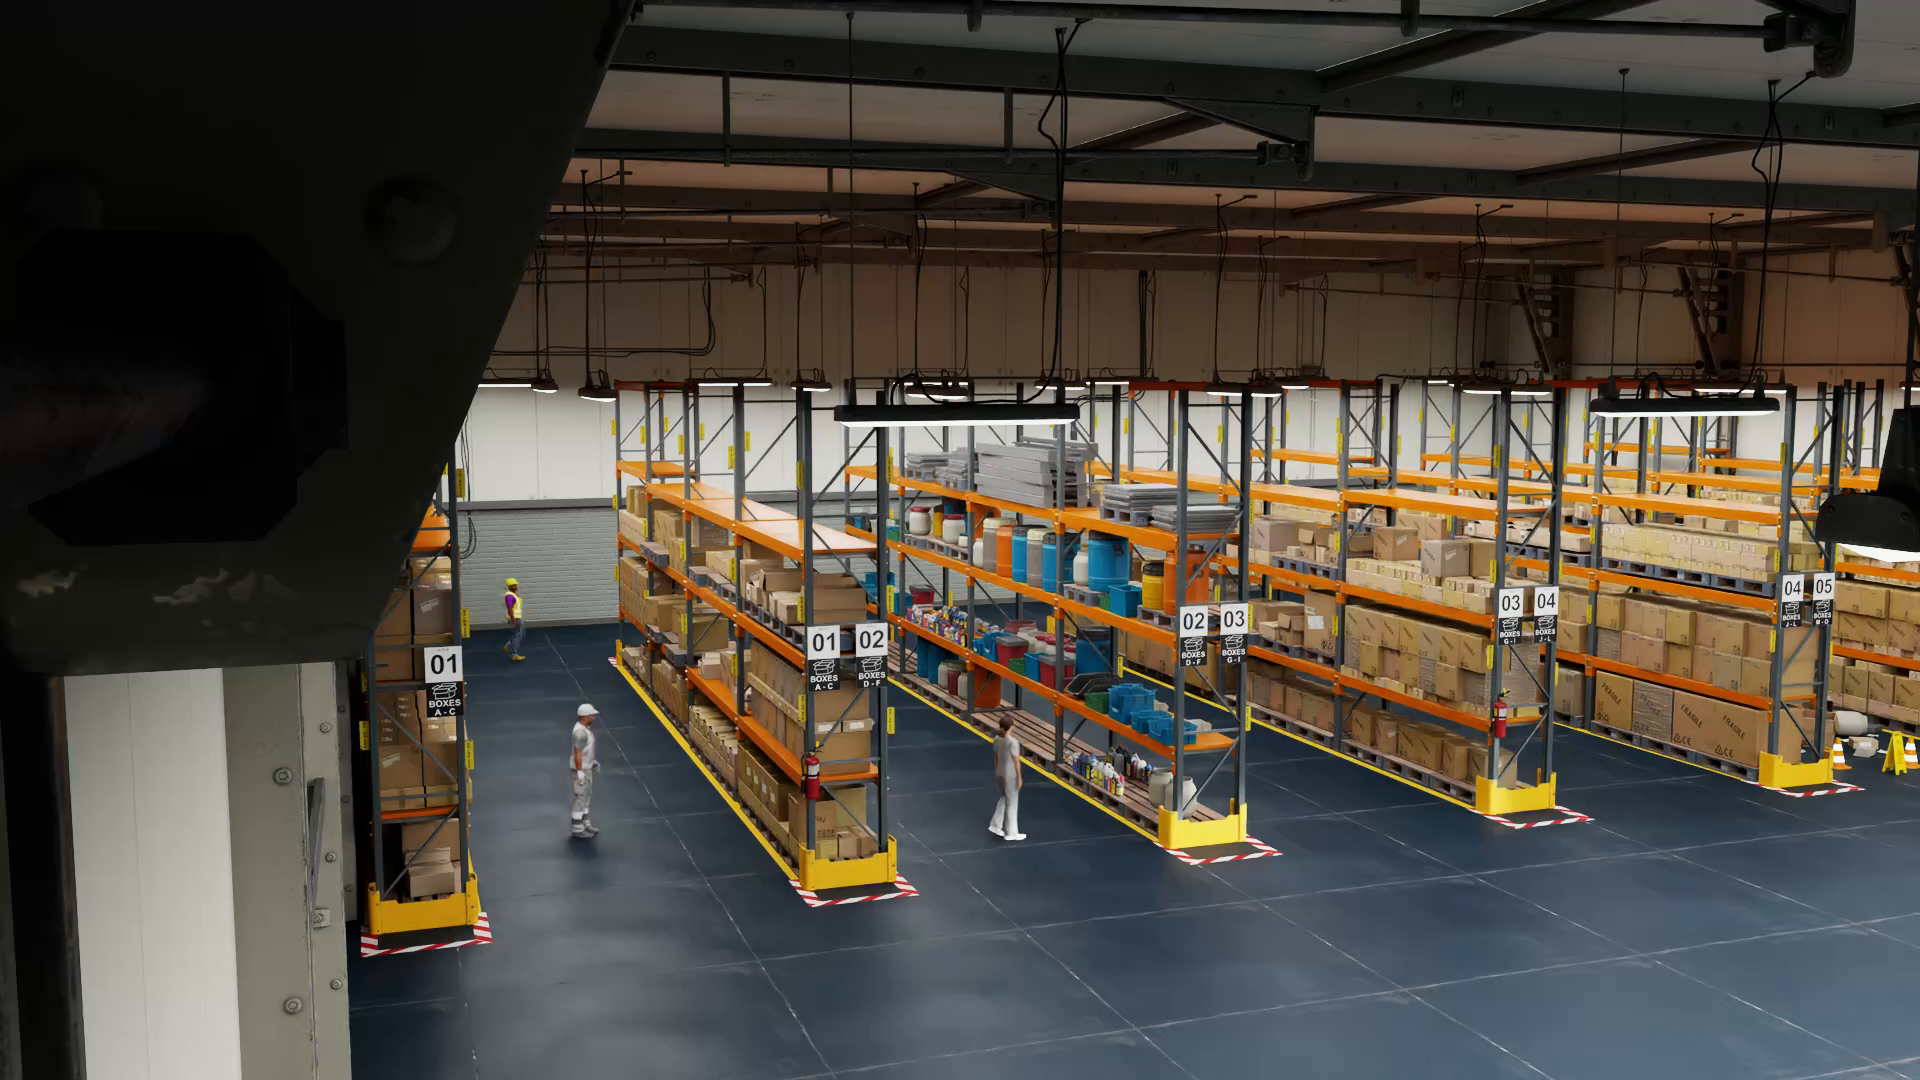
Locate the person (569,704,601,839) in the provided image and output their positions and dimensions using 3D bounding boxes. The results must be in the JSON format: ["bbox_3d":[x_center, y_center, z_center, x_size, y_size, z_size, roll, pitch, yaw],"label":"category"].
[{"bbox_3d":[-5.040,3.086,22.315,0.407,1.806,0.575,0,6,-4],"label":"person"}]

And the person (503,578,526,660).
[{"bbox_3d":[-9.513,1.687,35.497,0.497,1.752,0.583,-2,6,-19],"label":"person"}]

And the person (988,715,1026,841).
[{"bbox_3d":[0.644,3.172,22.190,0.386,1.698,0.522,-4,7,-34],"label":"person"}]

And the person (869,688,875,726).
[{"bbox_3d":[-1.661,2.417,29.064,0.335,1.671,0.505,-1,6,-9],"label":"person"}]
